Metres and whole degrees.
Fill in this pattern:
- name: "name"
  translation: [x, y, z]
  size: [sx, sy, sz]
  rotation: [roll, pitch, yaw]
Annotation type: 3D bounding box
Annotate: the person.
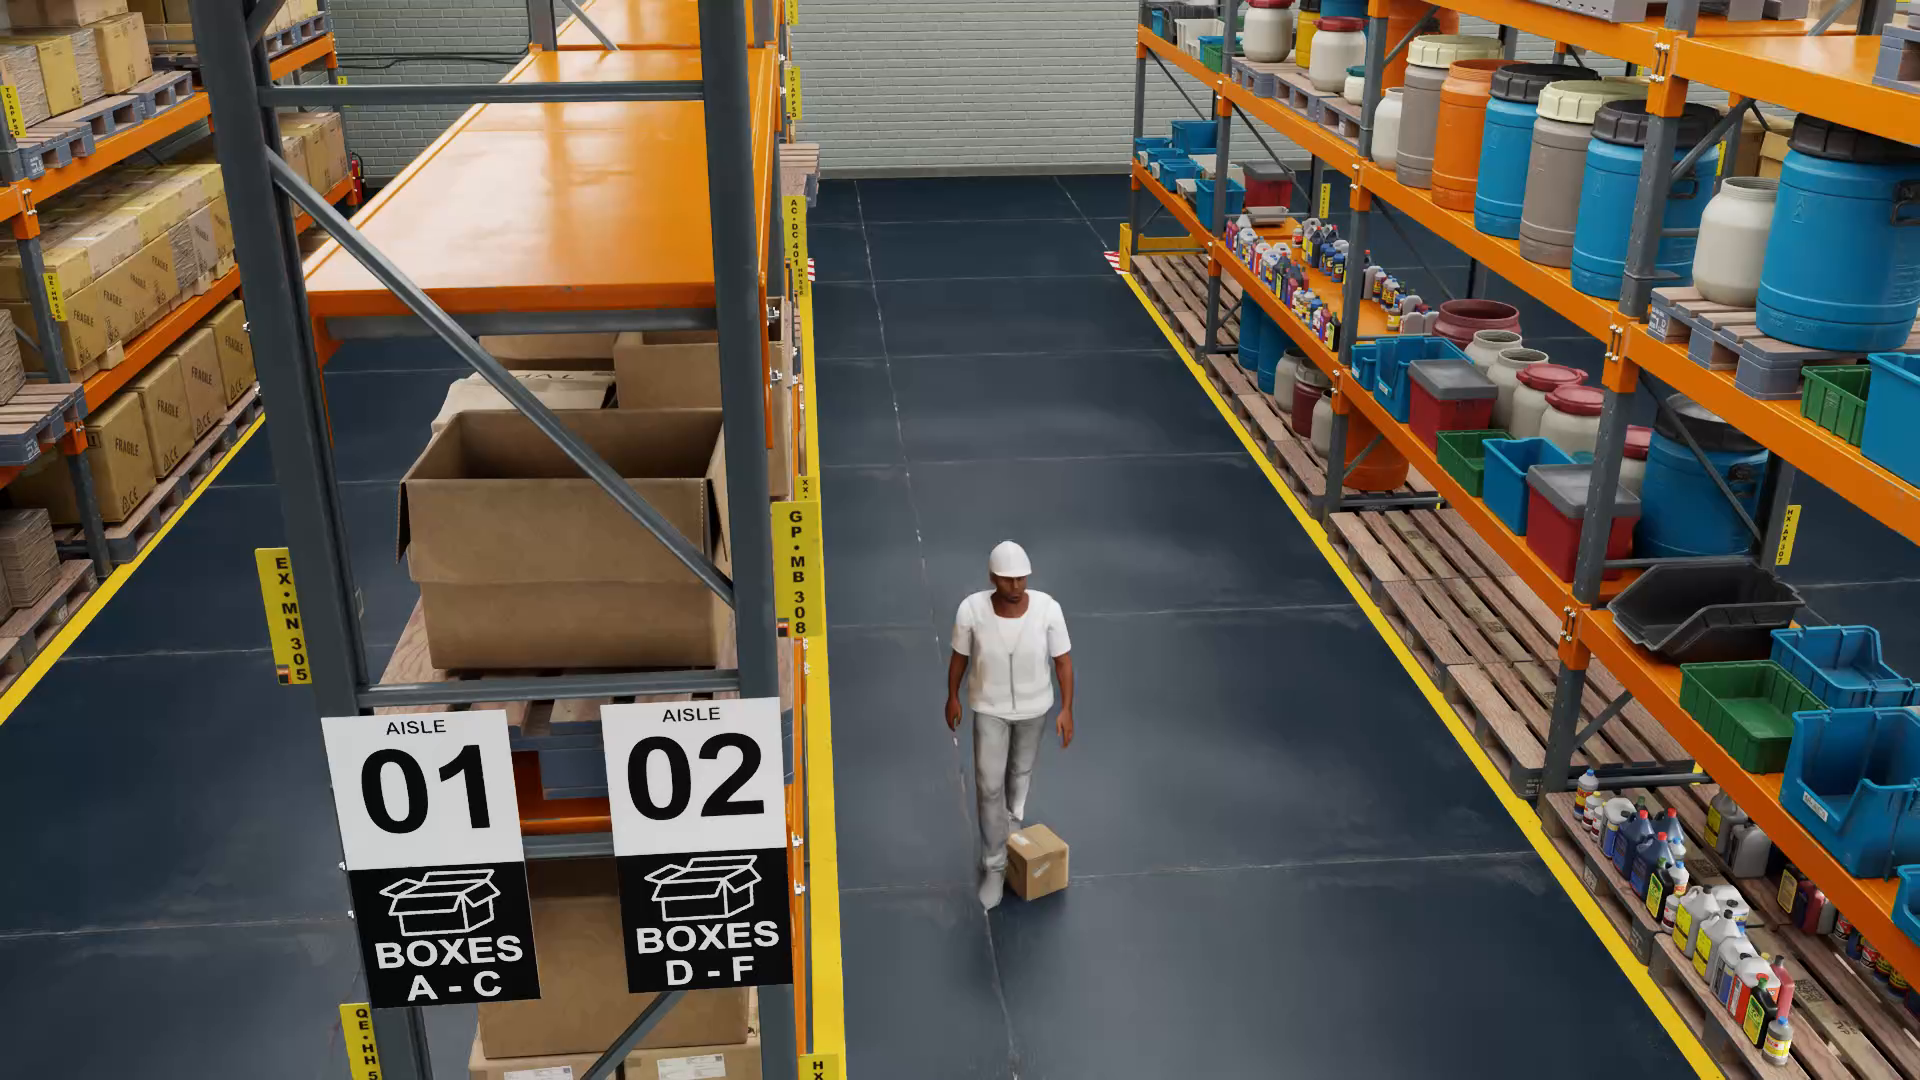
- name: "person"
  translation: [0.257, 0.879, 8.289]
  size: [0.623, 1.795, 0.754]
  rotation: [-3, 24, -6]
